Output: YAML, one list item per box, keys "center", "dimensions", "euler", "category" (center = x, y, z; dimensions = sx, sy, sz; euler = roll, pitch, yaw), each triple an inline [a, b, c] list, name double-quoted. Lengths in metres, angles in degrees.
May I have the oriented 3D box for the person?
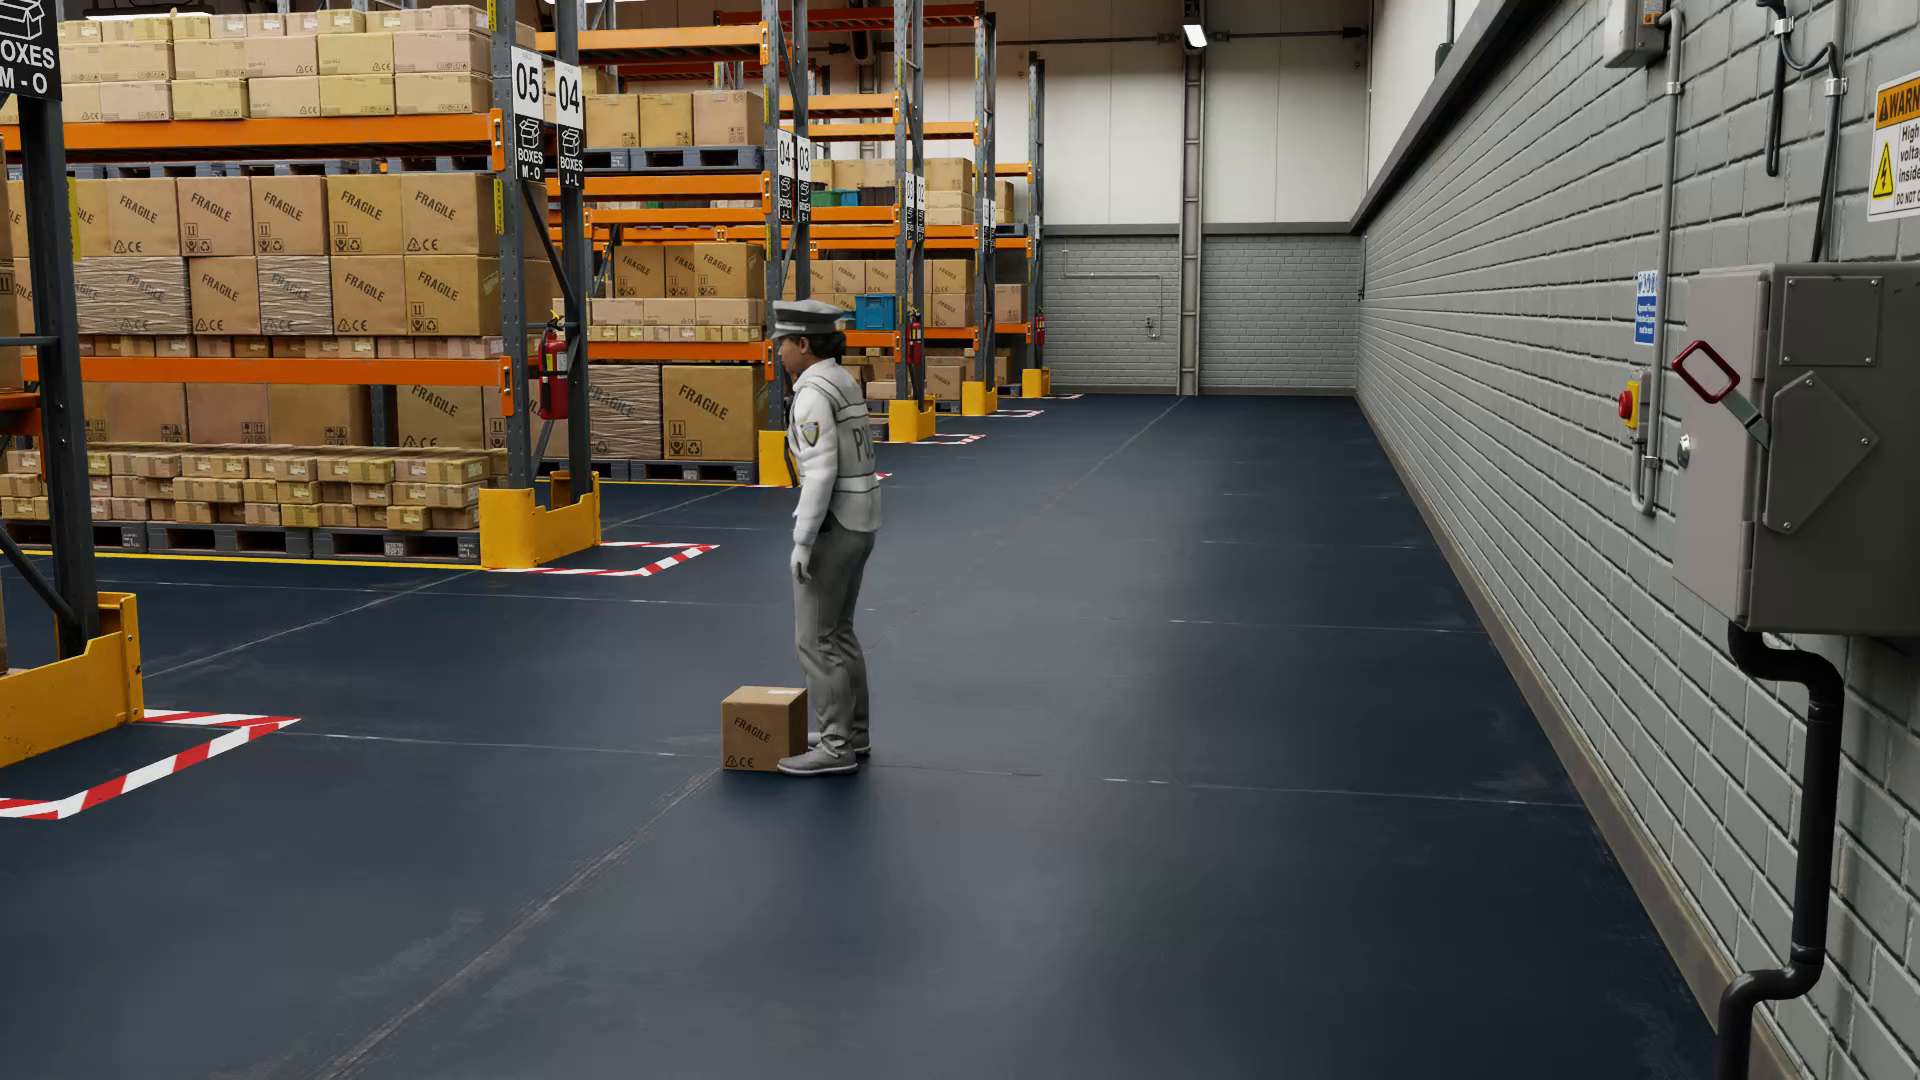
- center: [-0.472, -0.011, 5.885]
  dimensions: [0.377, 1.663, 0.531]
  euler: [2, 8, 11]
  category: "person"
